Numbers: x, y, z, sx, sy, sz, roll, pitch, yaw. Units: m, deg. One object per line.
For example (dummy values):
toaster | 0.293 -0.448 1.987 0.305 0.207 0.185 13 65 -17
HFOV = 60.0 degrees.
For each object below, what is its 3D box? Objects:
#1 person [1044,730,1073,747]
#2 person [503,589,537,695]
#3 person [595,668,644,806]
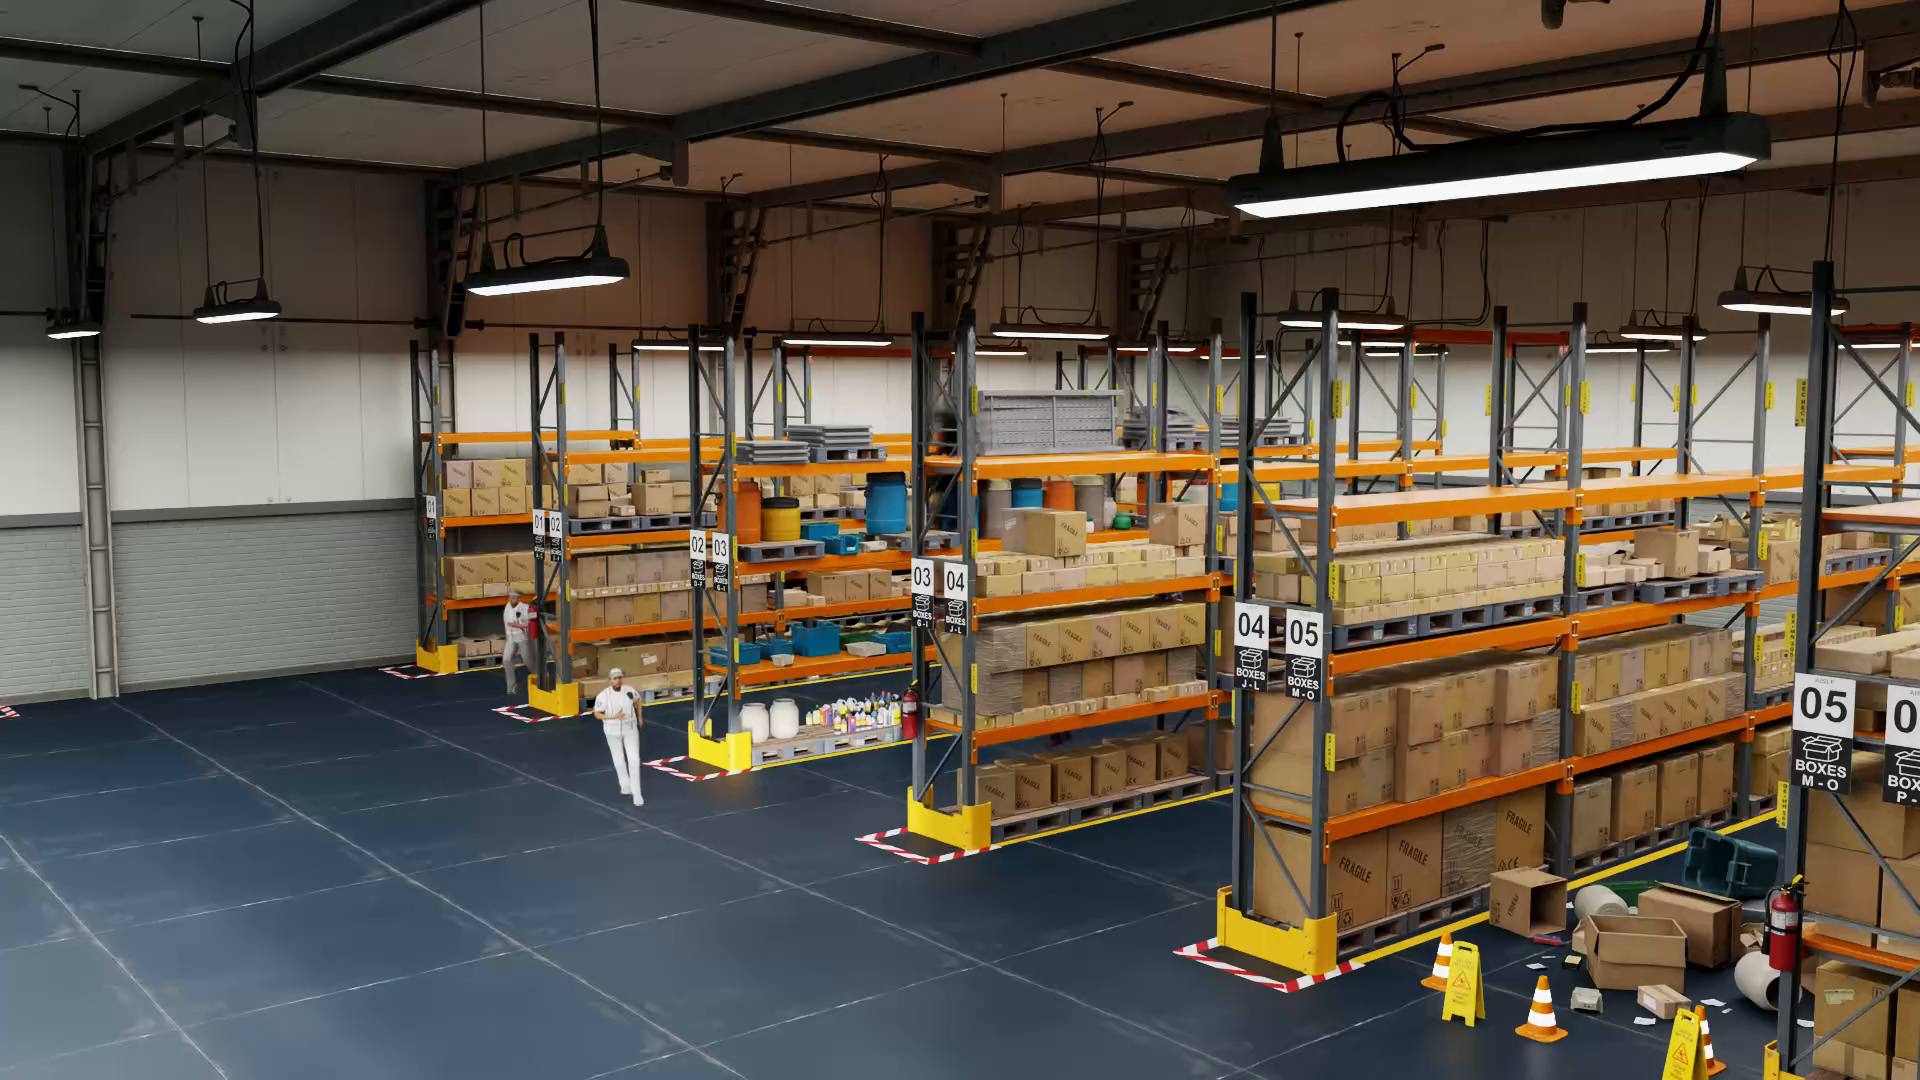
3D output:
person | 1.309 2.017 22.559 0.579 1.595 0.758 -1 5 -12
person | -7.434 1.712 28.215 0.641 1.843 0.915 1 5 15
person | -4.245 2.443 20.734 0.585 1.726 0.667 -1 5 -9
